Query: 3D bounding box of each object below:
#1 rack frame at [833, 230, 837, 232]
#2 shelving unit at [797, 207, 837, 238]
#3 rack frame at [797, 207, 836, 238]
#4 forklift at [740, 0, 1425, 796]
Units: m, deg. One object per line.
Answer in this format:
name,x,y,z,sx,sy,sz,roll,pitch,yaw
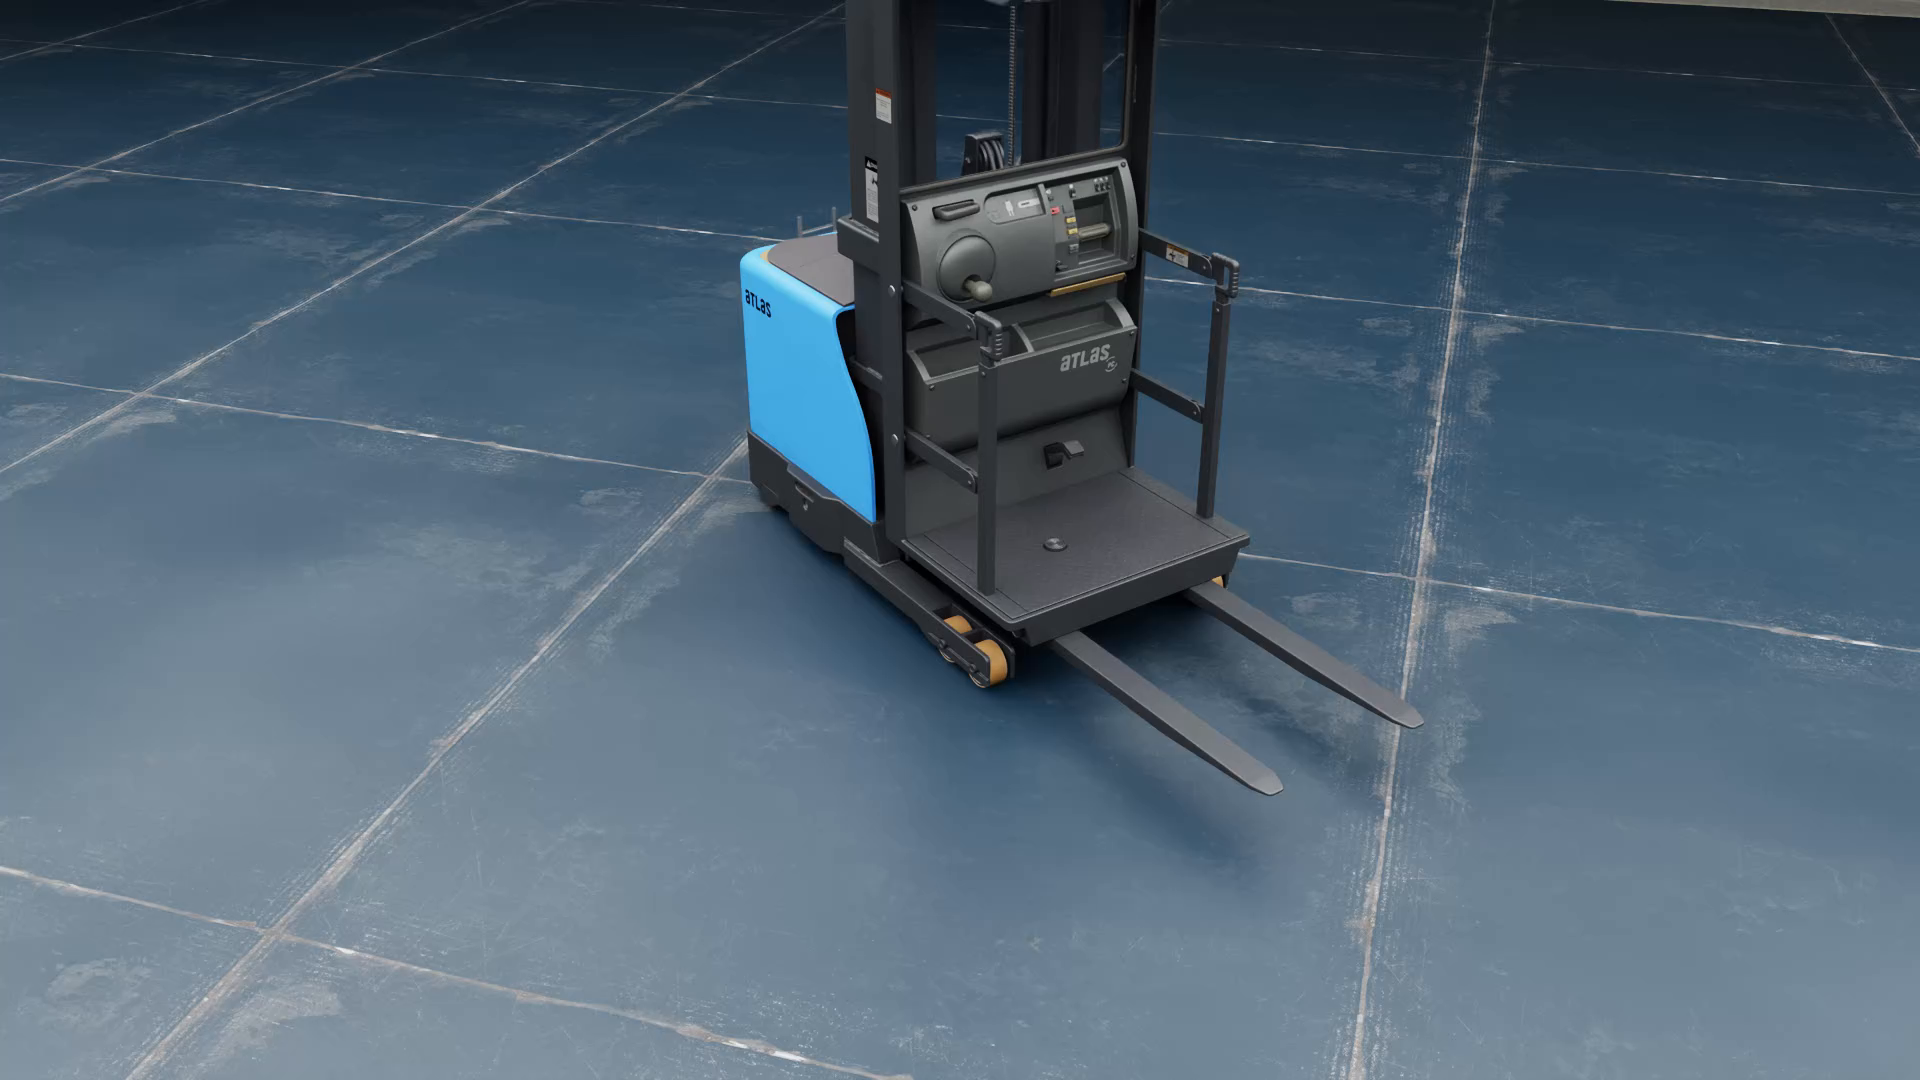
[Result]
rack frame,-0.450,-0.853,7.204,0.200,1.050,0.008,-24,37,-36
shelving unit,-0.532,-0.897,7.283,0.215,1.050,0.252,-24,37,-36
rack frame,-0.613,-0.942,7.363,0.200,1.050,0.008,-24,37,-36
forklift,0.349,-1.029,5.585,1.130,2.935,3.031,-18,34,-29
